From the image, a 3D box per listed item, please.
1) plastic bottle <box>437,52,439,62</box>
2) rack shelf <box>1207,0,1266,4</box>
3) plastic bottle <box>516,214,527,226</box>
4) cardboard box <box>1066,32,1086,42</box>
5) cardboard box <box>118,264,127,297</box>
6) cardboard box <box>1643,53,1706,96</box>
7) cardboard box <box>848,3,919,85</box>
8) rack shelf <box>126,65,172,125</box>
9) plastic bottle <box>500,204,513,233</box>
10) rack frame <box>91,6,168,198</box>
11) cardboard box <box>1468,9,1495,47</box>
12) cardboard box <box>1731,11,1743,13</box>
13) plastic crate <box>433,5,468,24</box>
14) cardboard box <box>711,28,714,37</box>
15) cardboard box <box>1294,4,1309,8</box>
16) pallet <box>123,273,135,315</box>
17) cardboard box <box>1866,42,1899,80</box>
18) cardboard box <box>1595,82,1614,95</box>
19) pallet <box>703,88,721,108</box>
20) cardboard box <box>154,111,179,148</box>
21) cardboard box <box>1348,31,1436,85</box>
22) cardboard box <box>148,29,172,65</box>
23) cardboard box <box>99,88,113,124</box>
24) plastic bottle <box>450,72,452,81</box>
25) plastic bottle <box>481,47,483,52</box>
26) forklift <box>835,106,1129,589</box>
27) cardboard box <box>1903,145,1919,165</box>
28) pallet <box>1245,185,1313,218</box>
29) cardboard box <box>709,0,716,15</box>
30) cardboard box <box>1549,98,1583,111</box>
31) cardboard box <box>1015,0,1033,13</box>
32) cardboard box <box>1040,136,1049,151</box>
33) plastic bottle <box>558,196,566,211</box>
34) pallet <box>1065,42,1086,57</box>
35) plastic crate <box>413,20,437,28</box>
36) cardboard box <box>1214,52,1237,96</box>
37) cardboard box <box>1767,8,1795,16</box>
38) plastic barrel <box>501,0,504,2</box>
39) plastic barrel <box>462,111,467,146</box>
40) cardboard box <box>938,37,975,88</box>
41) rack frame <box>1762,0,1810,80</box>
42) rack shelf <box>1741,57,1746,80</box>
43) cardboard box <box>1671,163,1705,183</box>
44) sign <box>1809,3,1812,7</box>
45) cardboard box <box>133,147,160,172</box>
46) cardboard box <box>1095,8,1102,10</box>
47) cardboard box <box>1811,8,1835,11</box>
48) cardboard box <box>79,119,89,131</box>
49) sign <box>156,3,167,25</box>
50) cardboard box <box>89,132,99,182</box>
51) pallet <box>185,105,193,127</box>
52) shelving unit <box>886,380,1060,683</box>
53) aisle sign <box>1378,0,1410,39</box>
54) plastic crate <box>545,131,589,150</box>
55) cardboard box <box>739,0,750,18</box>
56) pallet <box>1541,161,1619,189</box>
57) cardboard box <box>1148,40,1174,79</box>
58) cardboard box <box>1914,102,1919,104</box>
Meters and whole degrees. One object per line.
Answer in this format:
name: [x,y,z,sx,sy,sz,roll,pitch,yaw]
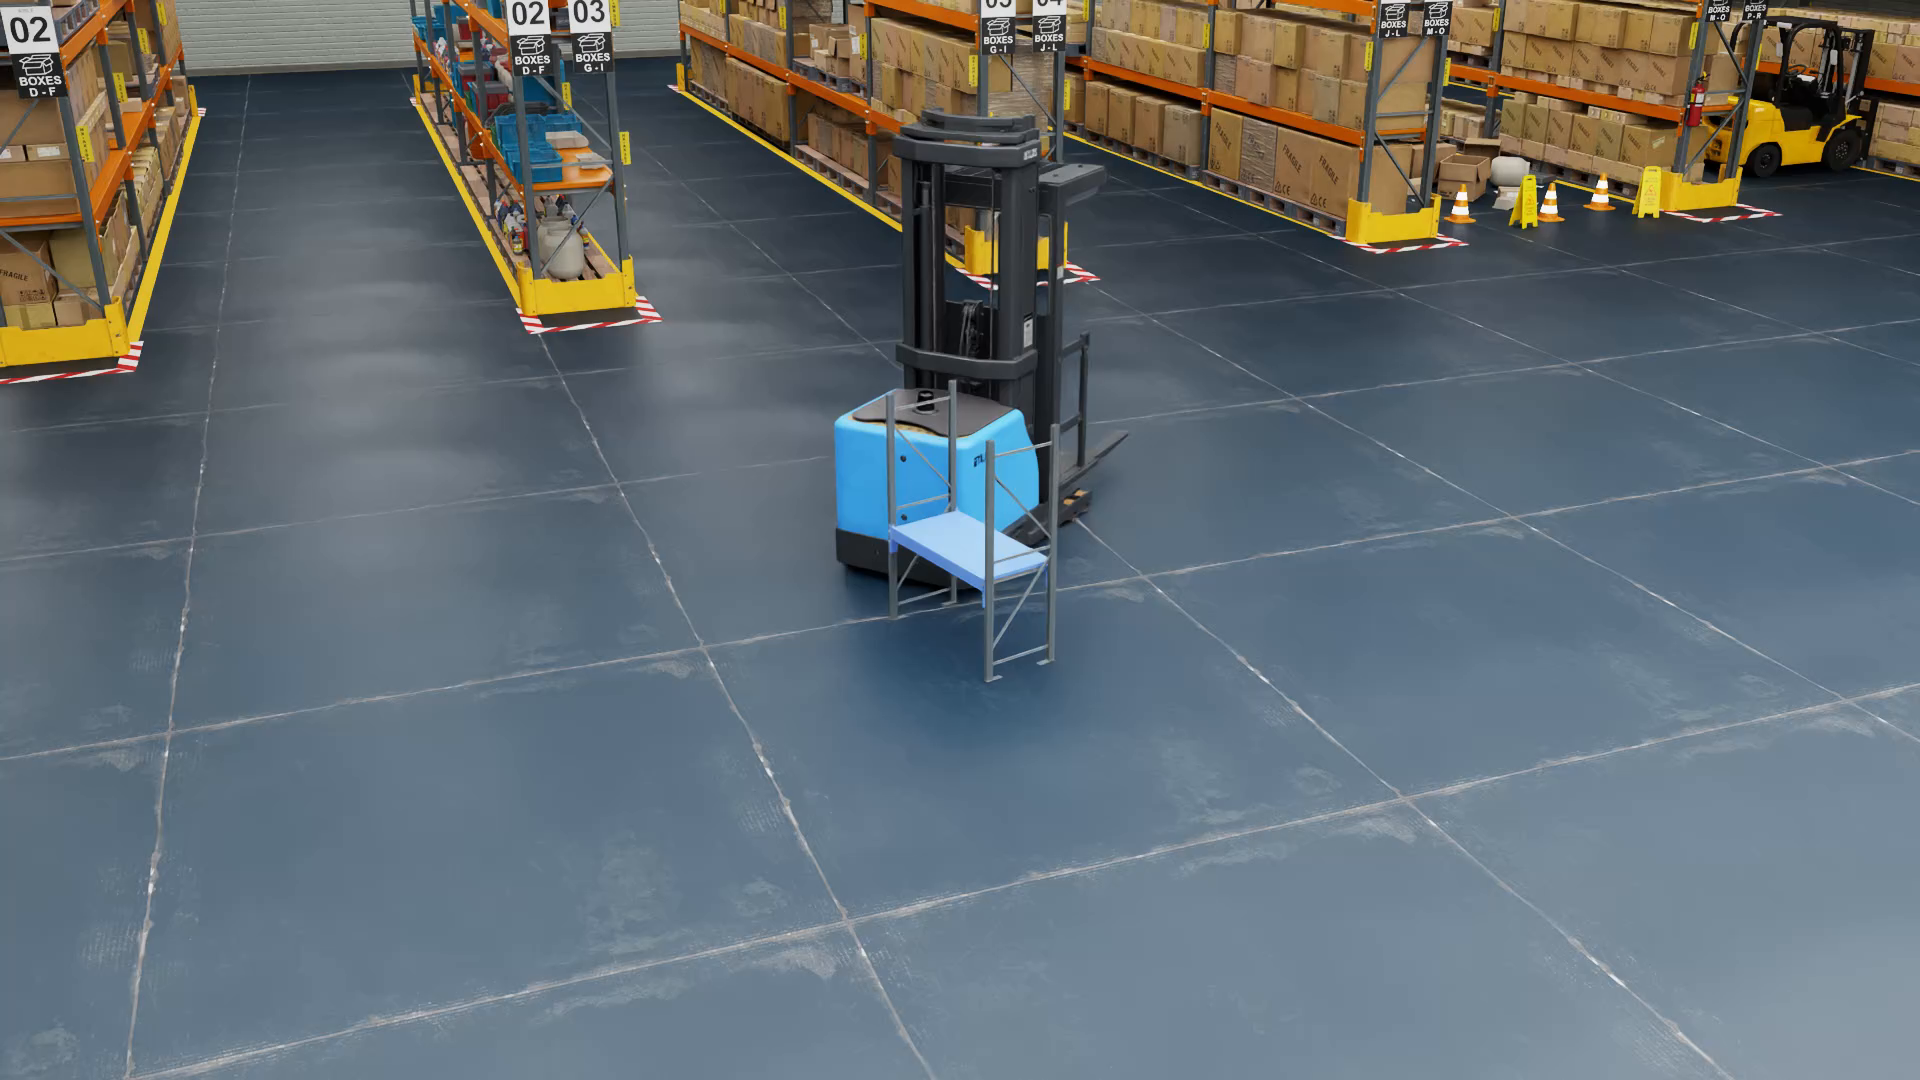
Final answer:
plastic bottle: [-8.214,-7.658,26.313,0.097,0.201,0.097,0,23,0]
rack shelf: [3.229,-8.378,24.830,1.077,0.370,4.000,-8,24,-19]
plastic bottle: [-5.130,-3.681,19.562,0.152,0.276,0.135,-8,24,-19]
cardboard box: [1.918,-8.248,27.240,0.380,0.149,0.250,-8,24,-18]
cardboard box: [-8.934,-2.660,17.199,0.500,0.250,0.500,-8,24,-19]
cardboard box: [9.495,-6.206,22.100,0.500,0.500,0.500,-9,24,-20]
cardboard box: [-0.890,-6.735,22.553,1.000,1.000,1.000,-8,24,-19]
rack shelf: [-12.129,-6.448,24.112,1.077,0.370,4.000,-8,24,-19]
plastic bottle: [-5.410,-3.840,19.844,0.144,0.351,0.185,-9,25,-21]
rack frame: [-11.422,-6.052,22.248,1.000,3.000,0.127,-8,24,-19]
cardboard box: [8.153,-7.830,25.412,0.500,0.500,0.500,-9,24,-20]
cardboard box: [12.700,-8.625,27.387,0.380,0.149,0.250,-8,24,-19]
plastic crate: [-9.320,-9.585,30.507,0.616,0.435,0.499,-8,24,-19]
cardboard box: [-4.253,-9.094,29.788,0.380,0.149,0.250,-8,24,-18]
cardboard box: [6.332,-9.795,29.712,0.500,0.500,0.500,-8,24,-19]
pallet: [-9.332,-2.575,17.588,1.003,0.211,1.213,-8,24,-19]
cardboard box: [13.811,-7.110,24.629,0.500,0.500,0.500,-9,24,-20]
cardboard box: [9.094,-6.309,23.180,0.380,0.149,0.250,-9,24,-20]
pallet: [-4.196,-8.310,31.194,1.003,0.211,1.213,-8,24,-19]
cardboard box: [-12.226,-6.236,25.335,0.500,0.500,0.500,-8,24,-19]
cardboard box: [5.254,-5.854,20.194,0.875,0.550,0.550,-8,24,-19]
cardboard box: [-12.760,-7.774,26.205,0.500,0.500,0.500,-8,24,-18]
cardboard box: [-10.451,-5.118,19.901,0.500,0.500,0.500,-7,24,-15]
plastic bottle: [-7.410,-6.849,24.288,0.061,0.283,0.133,-8,24,-19]
plastic bottle: [-7.432,-7.553,25.973,0.097,0.271,0.097,0,23,0]
forklift: [0.320,-1.561,11.679,1.130,2.935,3.031,12,26,27]
cardboard box: [14.125,-5.599,24.172,0.500,0.250,0.500,-8,24,-19]
pallet: [4.566,-4.585,22.356,1.003,0.211,1.213,-8,24,-19]
cardboard box: [-4.152,-9.590,29.486,0.500,0.500,0.500,-8,24,-18]
cardboard box: [8.756,-6.298,24.030,0.380,0.149,0.250,-7,24,-16]
cardboard box: [0.745,-6.027,18.519,0.500,0.250,0.500,-8,24,-17]
cardboard box: [0.795,-4.524,18.945,0.380,0.149,0.250,-8,24,-19]
plastic bottle: [-4.809,-3.995,20.211,0.144,0.351,0.185,-10,25,-22]
pallet: [2.171,-8.210,27.614,1.213,0.211,1.003,-8,24,-19]
plastic crate: [-9.601,-9.214,29.887,0.416,0.233,0.300,-8,24,-19]
cardboard box: [4.077,-6.537,23.205,0.875,0.550,0.550,-8,24,-19]
cardboard box: [13.008,-8.324,26.292,0.380,0.149,0.250,-8,24,-18]
plastic barrel: [-4.482,-5.883,17.201,0.600,0.588,0.600,0,23,0]
plastic barrel: [-7.374,-6.399,25.634,0.600,0.588,0.708,-8,24,-19]
cardboard box: [0.065,-5.494,19.124,0.500,0.500,0.500,-8,24,-19]
rack frame: [13.173,-7.999,26.866,1.000,3.000,0.127,-8,24,-19]
rack shelf: [12.467,-8.394,28.730,1.077,0.370,4.000,-8,24,-19]
cardboard box: [9.918,-5.121,23.037,0.500,0.250,0.500,-9,24,-19]
sign: [13.692,-8.511,26.865,0.100,0.325,0.005,-8,24,-19]
cardboard box: [-11.007,-5.081,22.220,0.500,0.311,0.500,-8,24,-18]
cardboard box: [2.361,-8.787,27.754,0.380,0.149,0.250,-8,24,-19]
cardboard box: [13.619,-8.310,26.256,0.380,0.149,0.250,-9,24,-20]
cardboard box: [-8.990,-4.130,16.724,0.380,0.149,0.250,-9,24,-20]
sign: [-12.317,-8.117,25.655,0.100,0.325,0.005,-8,24,-19]
cardboard box: [-9.298,-3.925,17.072,0.700,0.500,0.500,-8,24,-17]
pallet: [-13.939,-7.357,28.934,1.003,0.211,1.213,-8,24,-19]
shelving unit: [0.060,-0.074,9.993,0.538,1.500,1.048,-15,27,-32]
aisle sign: [5.093,-6.278,19.436,0.394,0.787,0.004,-8,24,-19]
plastic crate: [-4.563,-4.600,19.142,0.530,0.136,0.437,-8,24,-19]
cardboard box: [-3.333,-9.141,28.155,0.797,0.503,0.637,-9,24,-20]
pallet: [9.236,-5.348,24.168,1.003,0.211,1.213,-8,24,-19]
cardboard box: [3.144,-7.167,24.763,0.500,0.500,0.500,-8,24,-18]
cardboard box: [14.414,-6.314,24.582,0.500,0.250,0.500,-8,24,-19]
